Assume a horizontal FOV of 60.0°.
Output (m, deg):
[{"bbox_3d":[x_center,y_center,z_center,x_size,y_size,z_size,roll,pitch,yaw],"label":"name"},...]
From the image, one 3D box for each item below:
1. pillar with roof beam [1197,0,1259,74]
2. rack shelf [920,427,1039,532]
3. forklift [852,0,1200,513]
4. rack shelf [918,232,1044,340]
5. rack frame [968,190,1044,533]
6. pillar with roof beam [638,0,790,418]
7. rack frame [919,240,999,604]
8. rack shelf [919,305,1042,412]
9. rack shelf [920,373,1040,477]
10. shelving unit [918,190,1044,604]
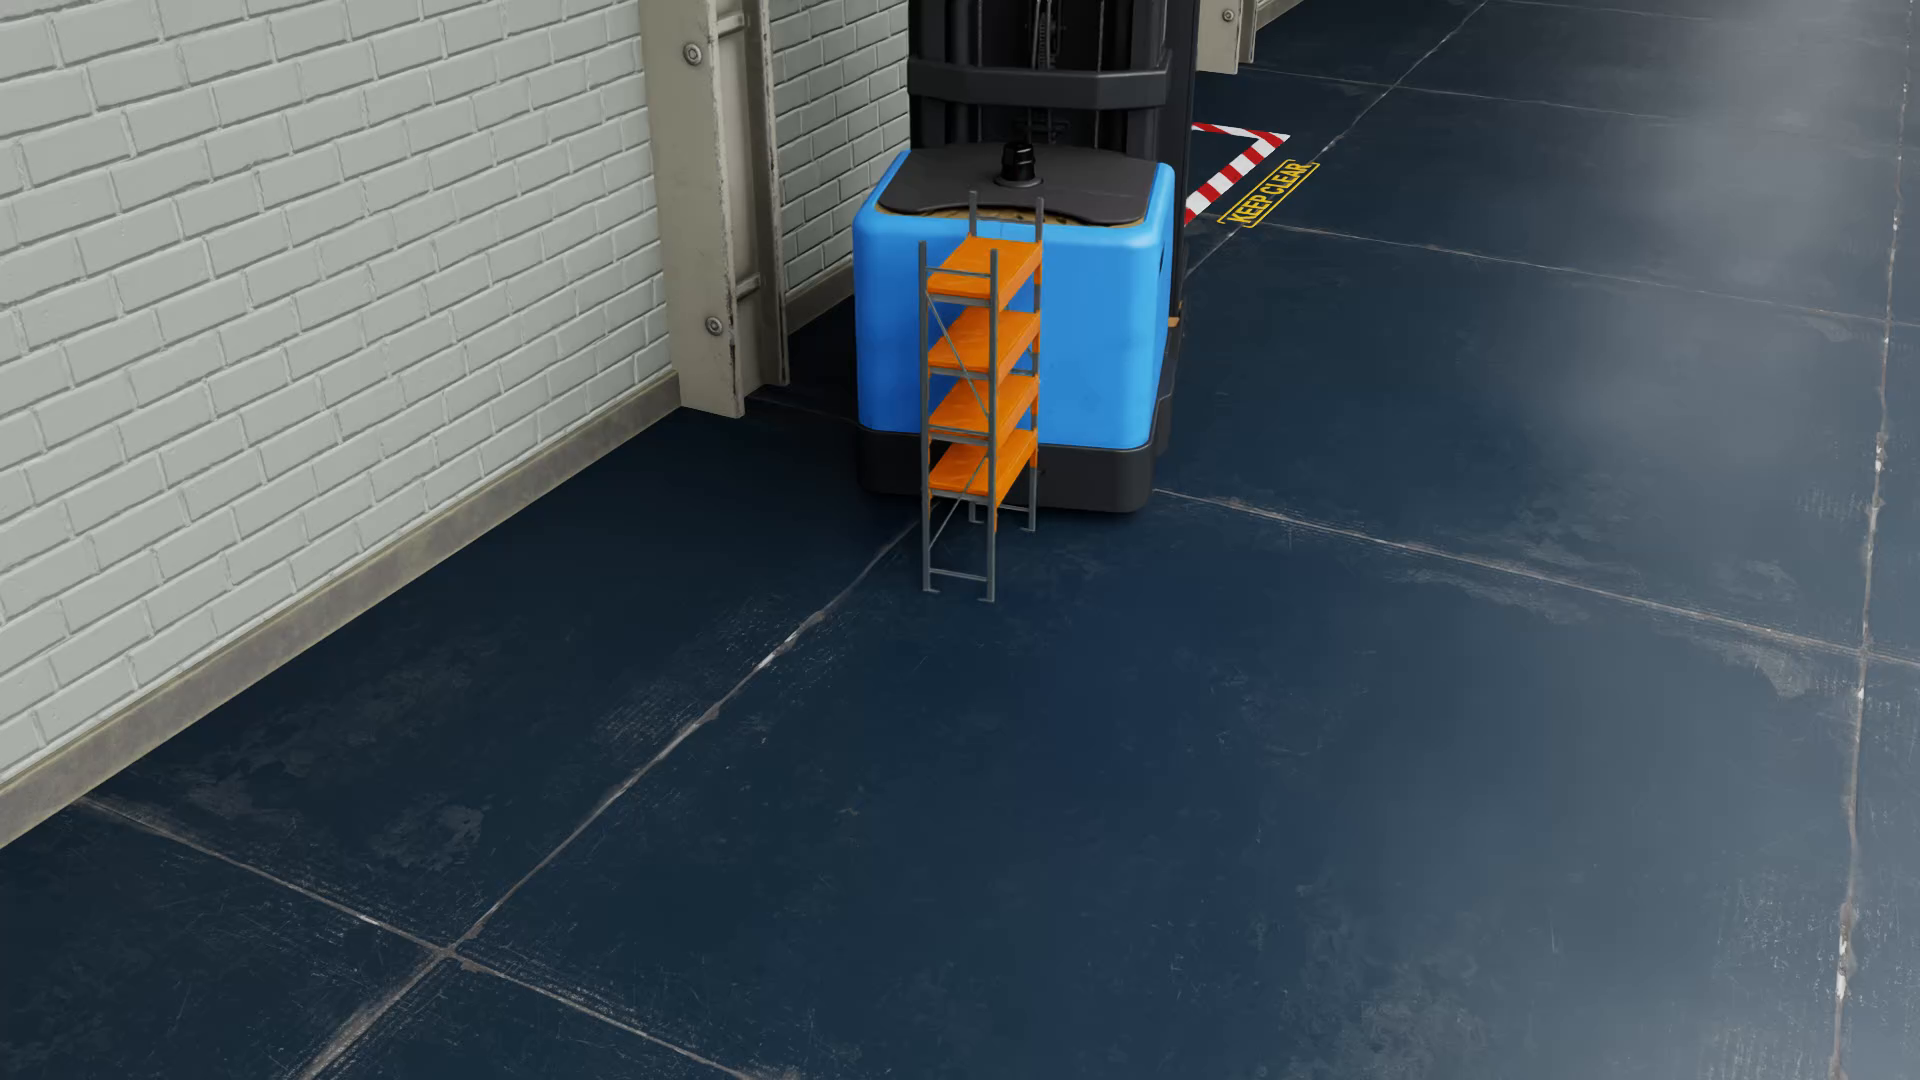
[{"bbox_3d":[5.639,-6.188,7.490,9.100,9.000,0.400,14,33,23],"label":"pillar with roof beam"},{"bbox_3d":[0.070,-0.220,5.463,0.258,0.148,0.480,9,31,16],"label":"rack shelf"},{"bbox_3d":[0.391,-2.081,6.431,1.130,2.935,3.031,5,30,9],"label":"forklift"},{"bbox_3d":[0.070,-0.792,5.134,0.258,0.148,0.480,9,31,16],"label":"rack shelf"},{"bbox_3d":[0.146,-0.566,5.531,0.240,1.200,0.015,9,31,16],"label":"rack frame"},{"bbox_3d":[2.906,-3.529,2.858,9.100,9.000,0.400,14,33,23],"label":"pillar with roof beam"},{"bbox_3d":[-0.005,-0.335,5.129,0.240,1.200,0.015,9,31,16],"label":"rack frame"},{"bbox_3d":[0.070,-0.586,5.252,0.258,0.148,0.480,9,31,16],"label":"rack shelf"},{"bbox_3d":[0.070,-0.392,5.364,0.258,0.148,0.480,9,31,16],"label":"rack shelf"},{"bbox_3d":[0.070,-0.451,5.330,0.258,1.200,0.503,9,31,16],"label":"shelving unit"}]
